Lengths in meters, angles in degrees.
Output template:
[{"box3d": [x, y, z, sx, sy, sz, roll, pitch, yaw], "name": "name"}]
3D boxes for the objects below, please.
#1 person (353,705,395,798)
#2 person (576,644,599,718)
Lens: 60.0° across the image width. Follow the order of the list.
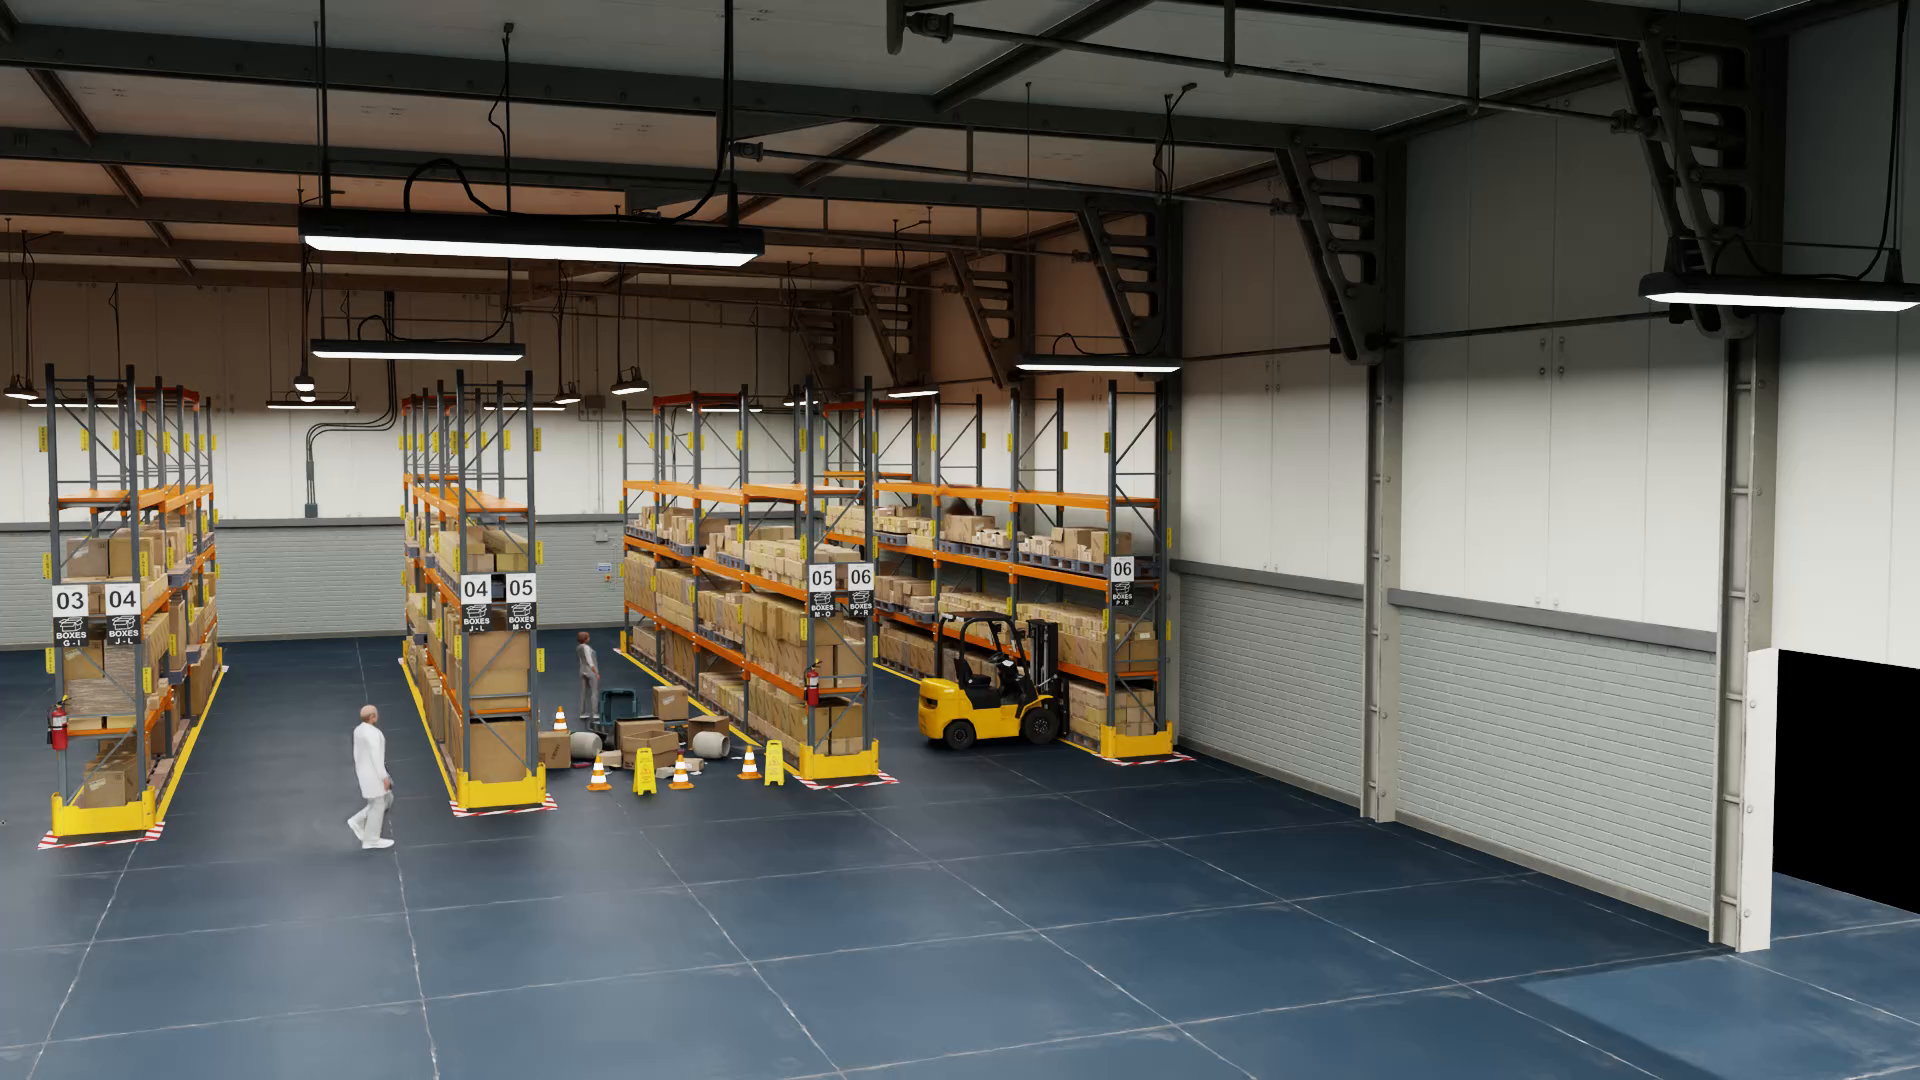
[{"box3d": [-7.211, 2.603, 20.428, 0.478, 1.130, 0.596, -1, 3, -17], "name": "person"}, {"box3d": [-6.738, 2.561, 30.194, 0.473, 1.361, 0.376, 2, 4, 32], "name": "person"}]
